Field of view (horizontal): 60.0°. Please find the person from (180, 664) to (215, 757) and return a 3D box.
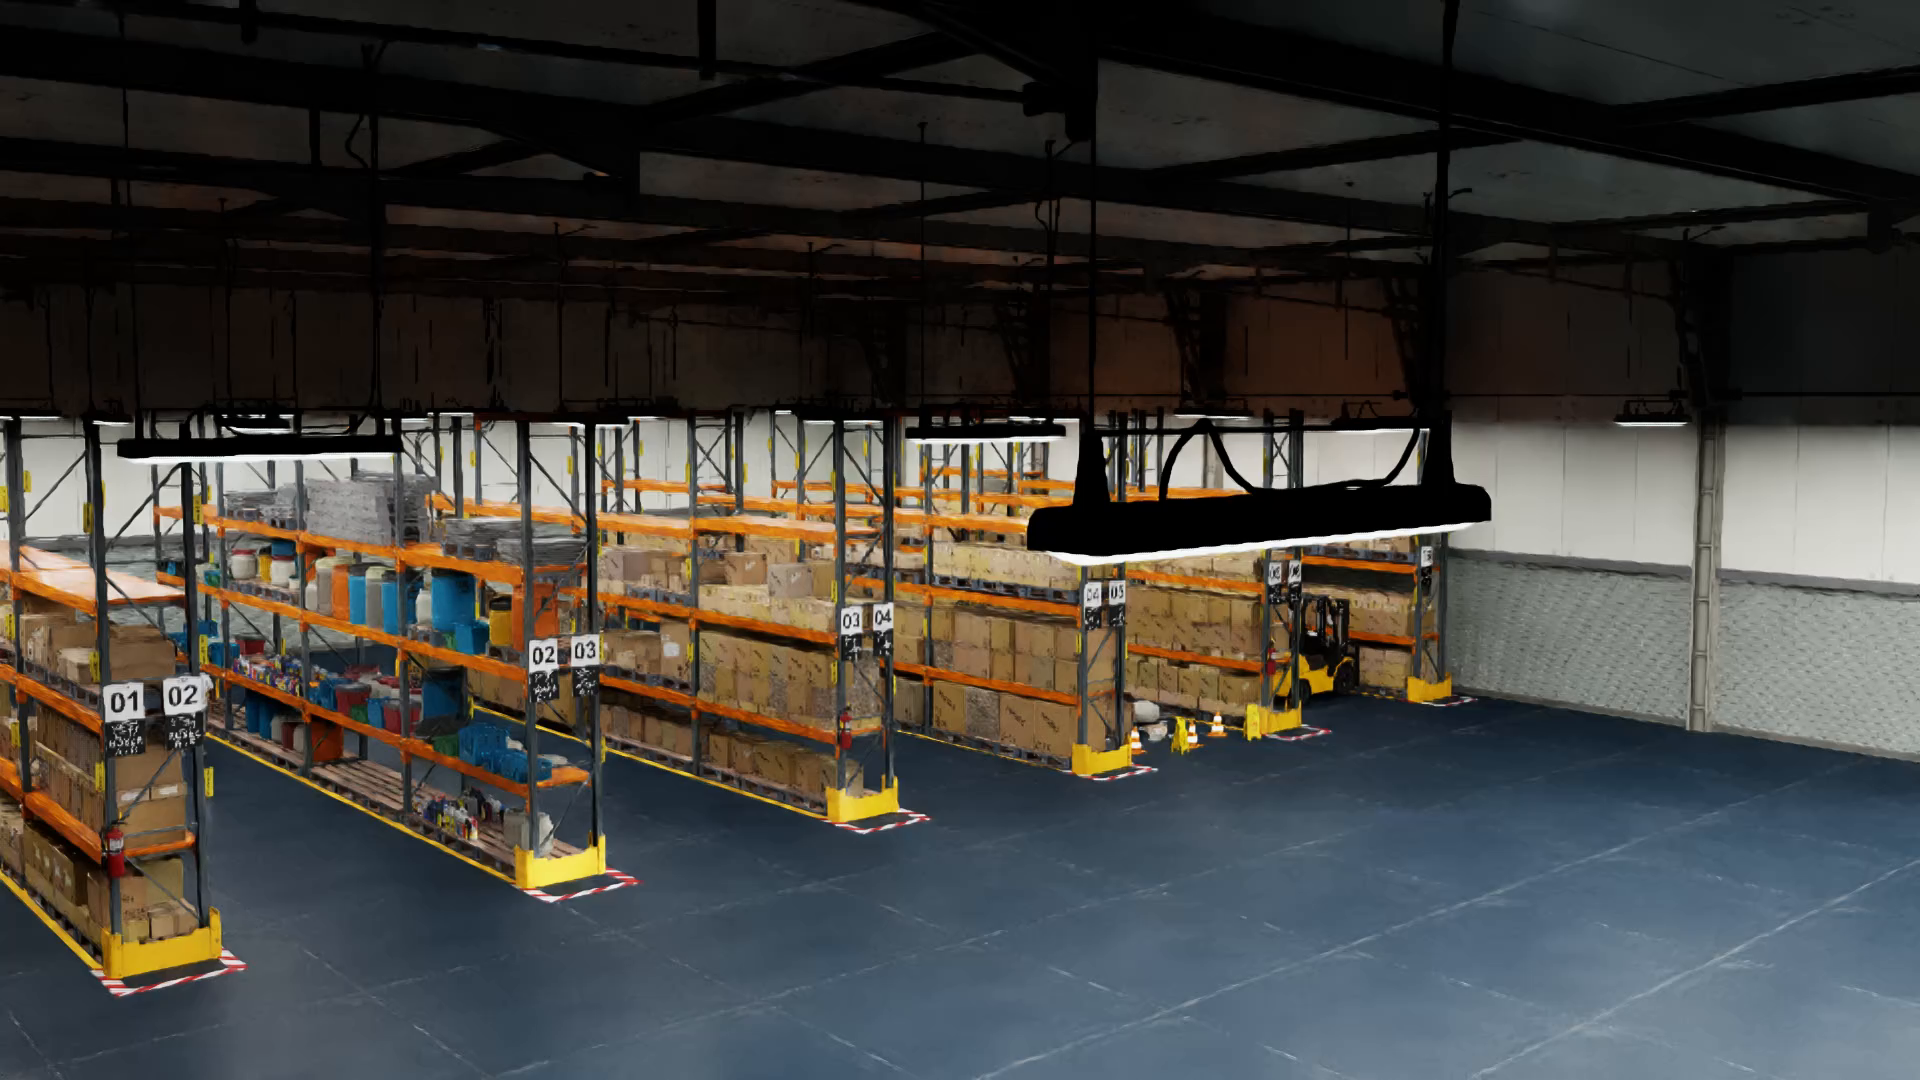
[{"bbox_3d":[-13.369,2.937,29.014,0.719,1.714,0.578,-5,7,-42],"label":"person"}]
